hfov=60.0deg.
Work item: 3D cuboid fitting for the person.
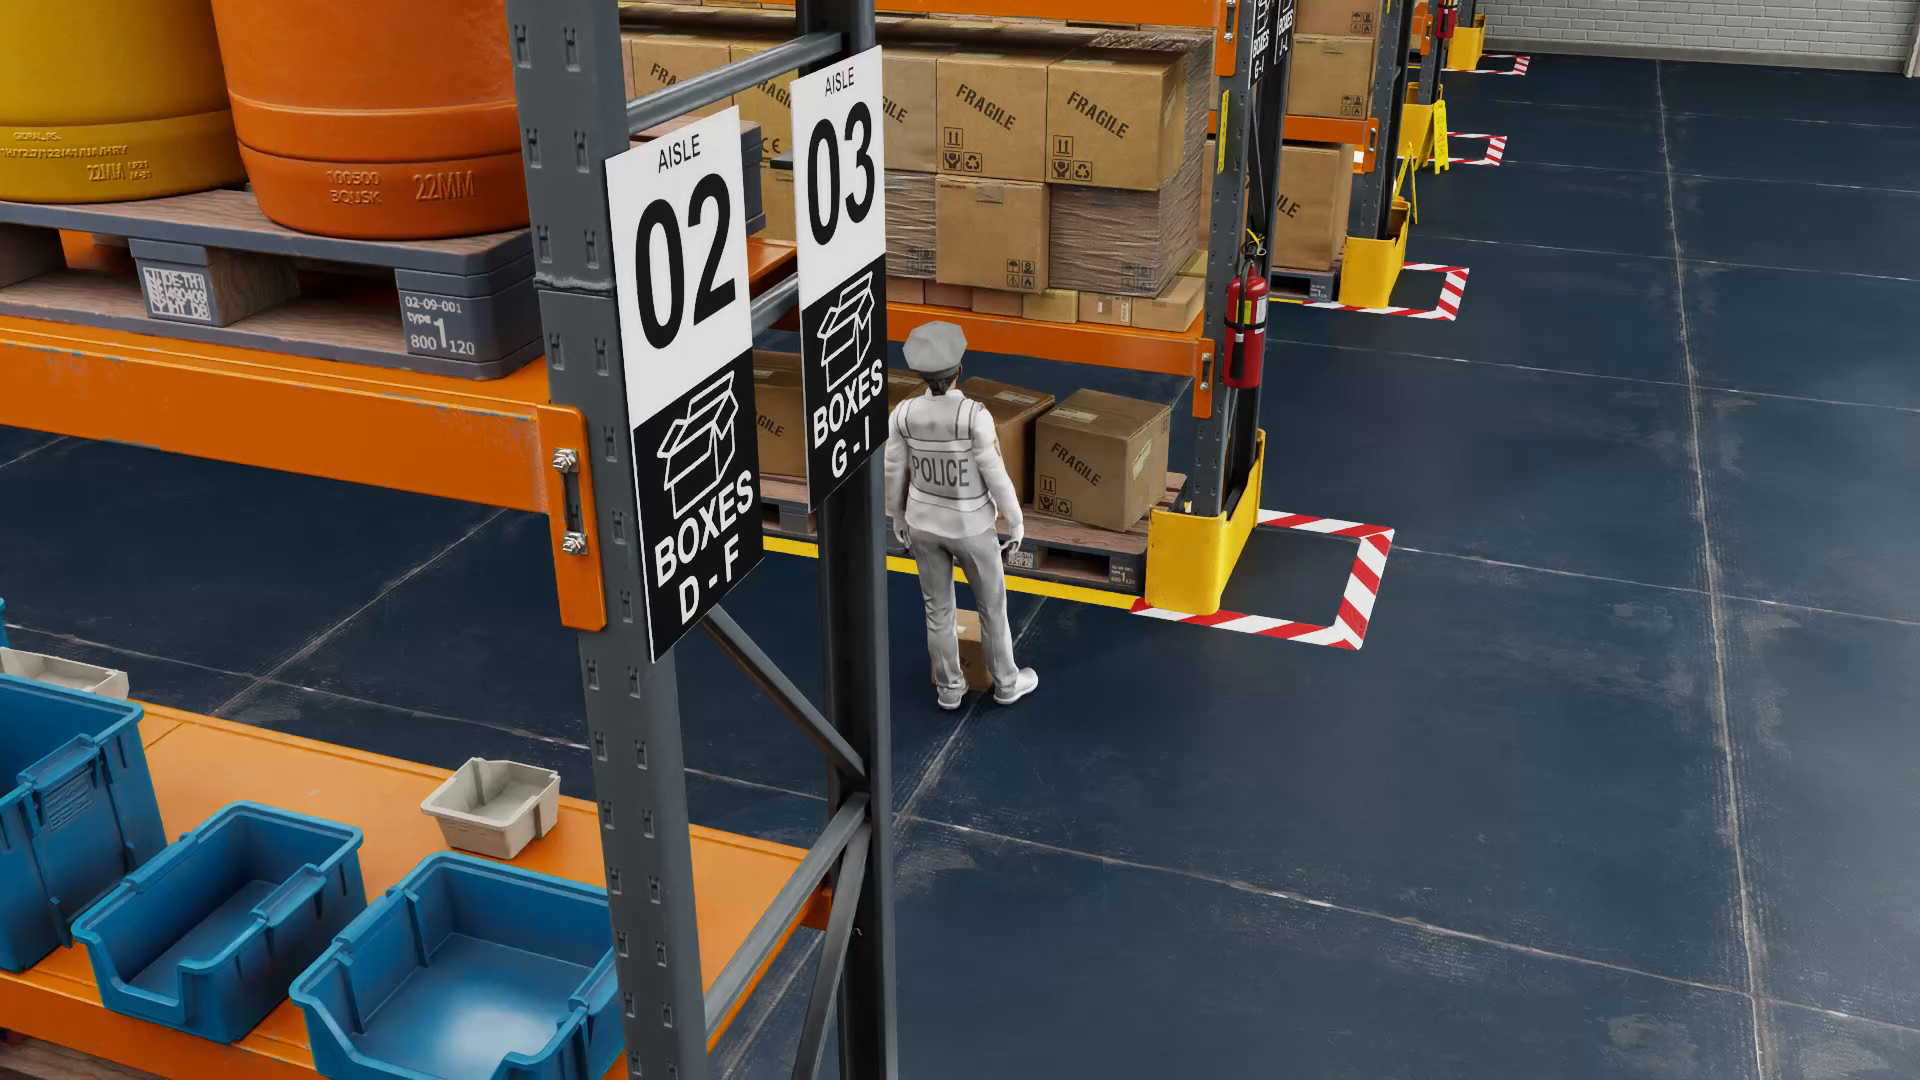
[{"bbox_3d":[-0.007,-0.090,6.739,0.586,1.694,0.532,9,27,18],"label":"person"}]
